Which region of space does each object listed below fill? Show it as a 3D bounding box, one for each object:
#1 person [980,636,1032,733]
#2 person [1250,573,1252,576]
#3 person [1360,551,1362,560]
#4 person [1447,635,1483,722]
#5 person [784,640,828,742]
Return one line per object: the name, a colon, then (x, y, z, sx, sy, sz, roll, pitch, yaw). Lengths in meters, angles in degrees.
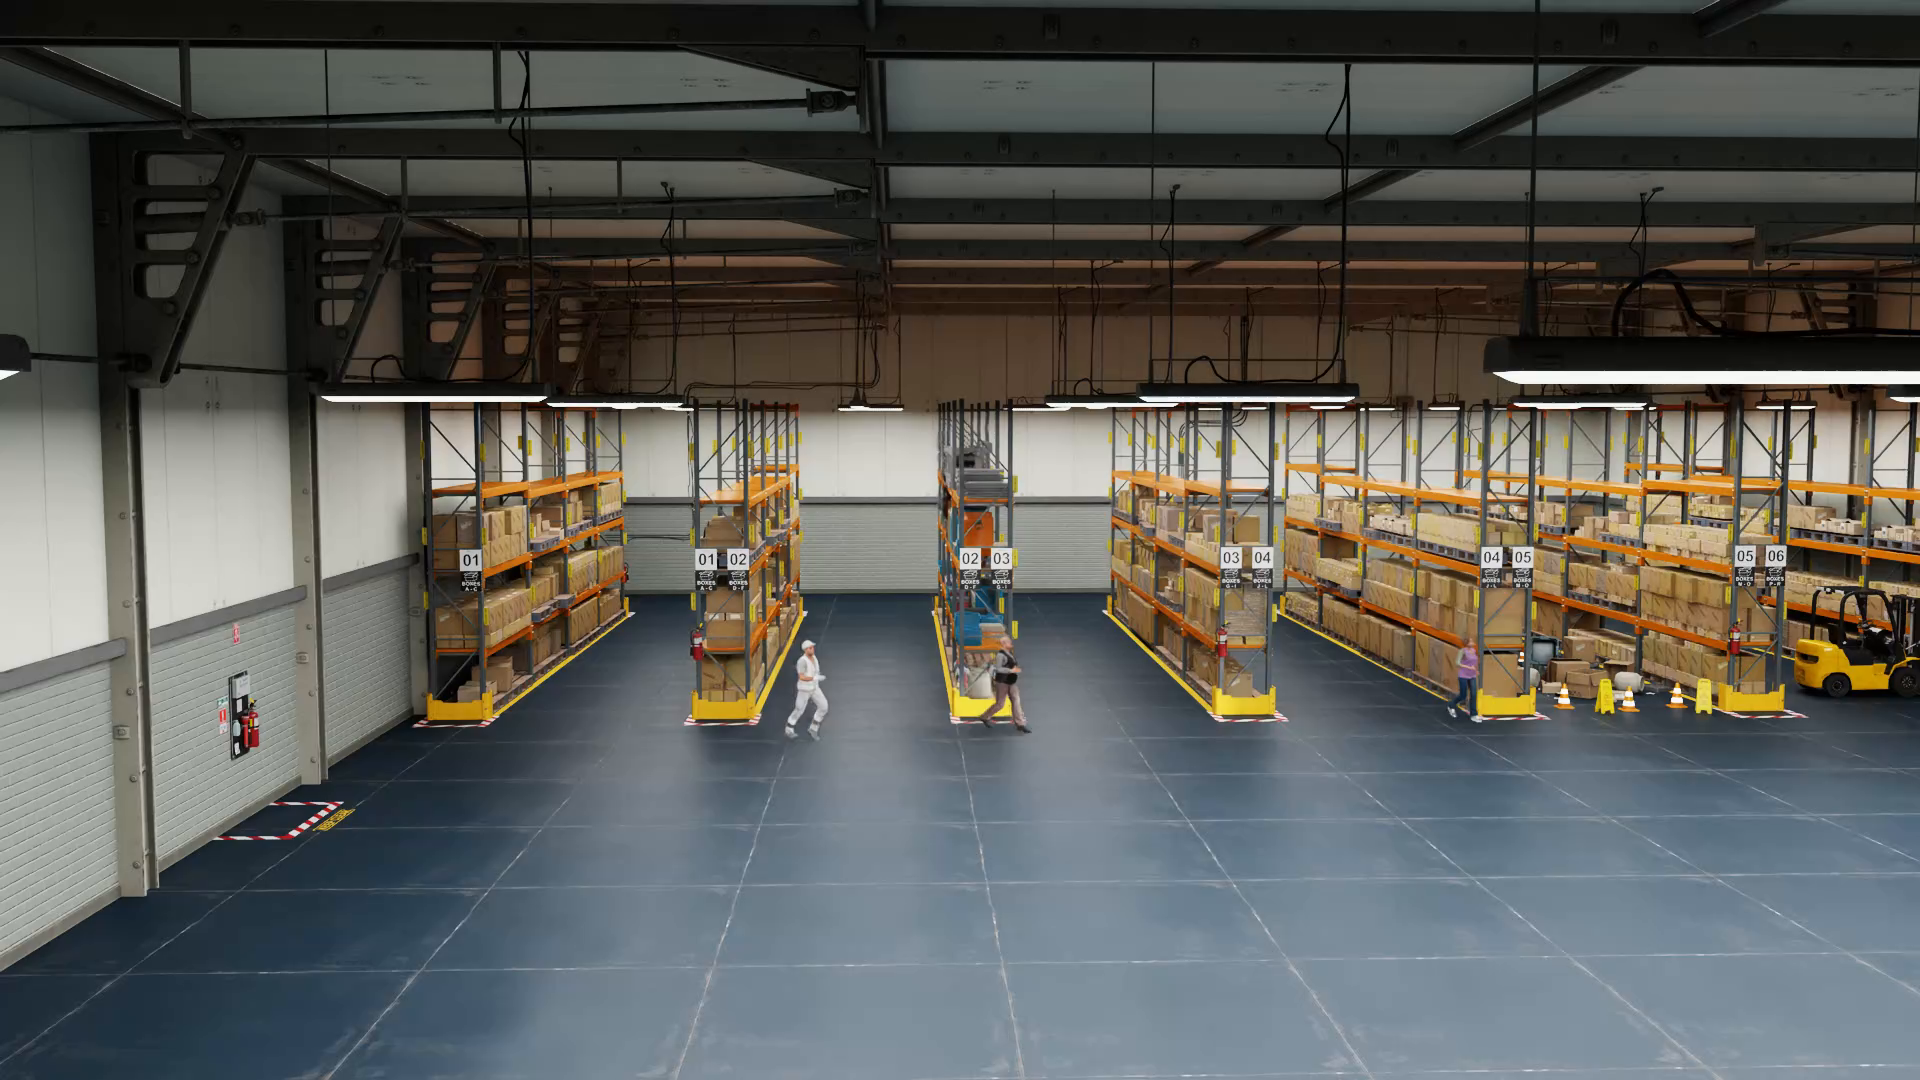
person: (0.815, 2.579, 29.730, 0.974, 1.723, 0.669, 2, 5, 29)
person: (8.126, 1.471, 45.528, 0.550, 1.631, 0.840, 0, 4, 3)
person: (11.708, 1.128, 49.138, 0.589, 1.720, 0.692, 0, 4, -2)
person: (9.424, 2.560, 30.946, 0.558, 1.587, 0.792, -2, 5, -30)
person: (-2.639, 2.626, 28.987, 0.882, 1.789, 0.672, 3, 5, 34)
